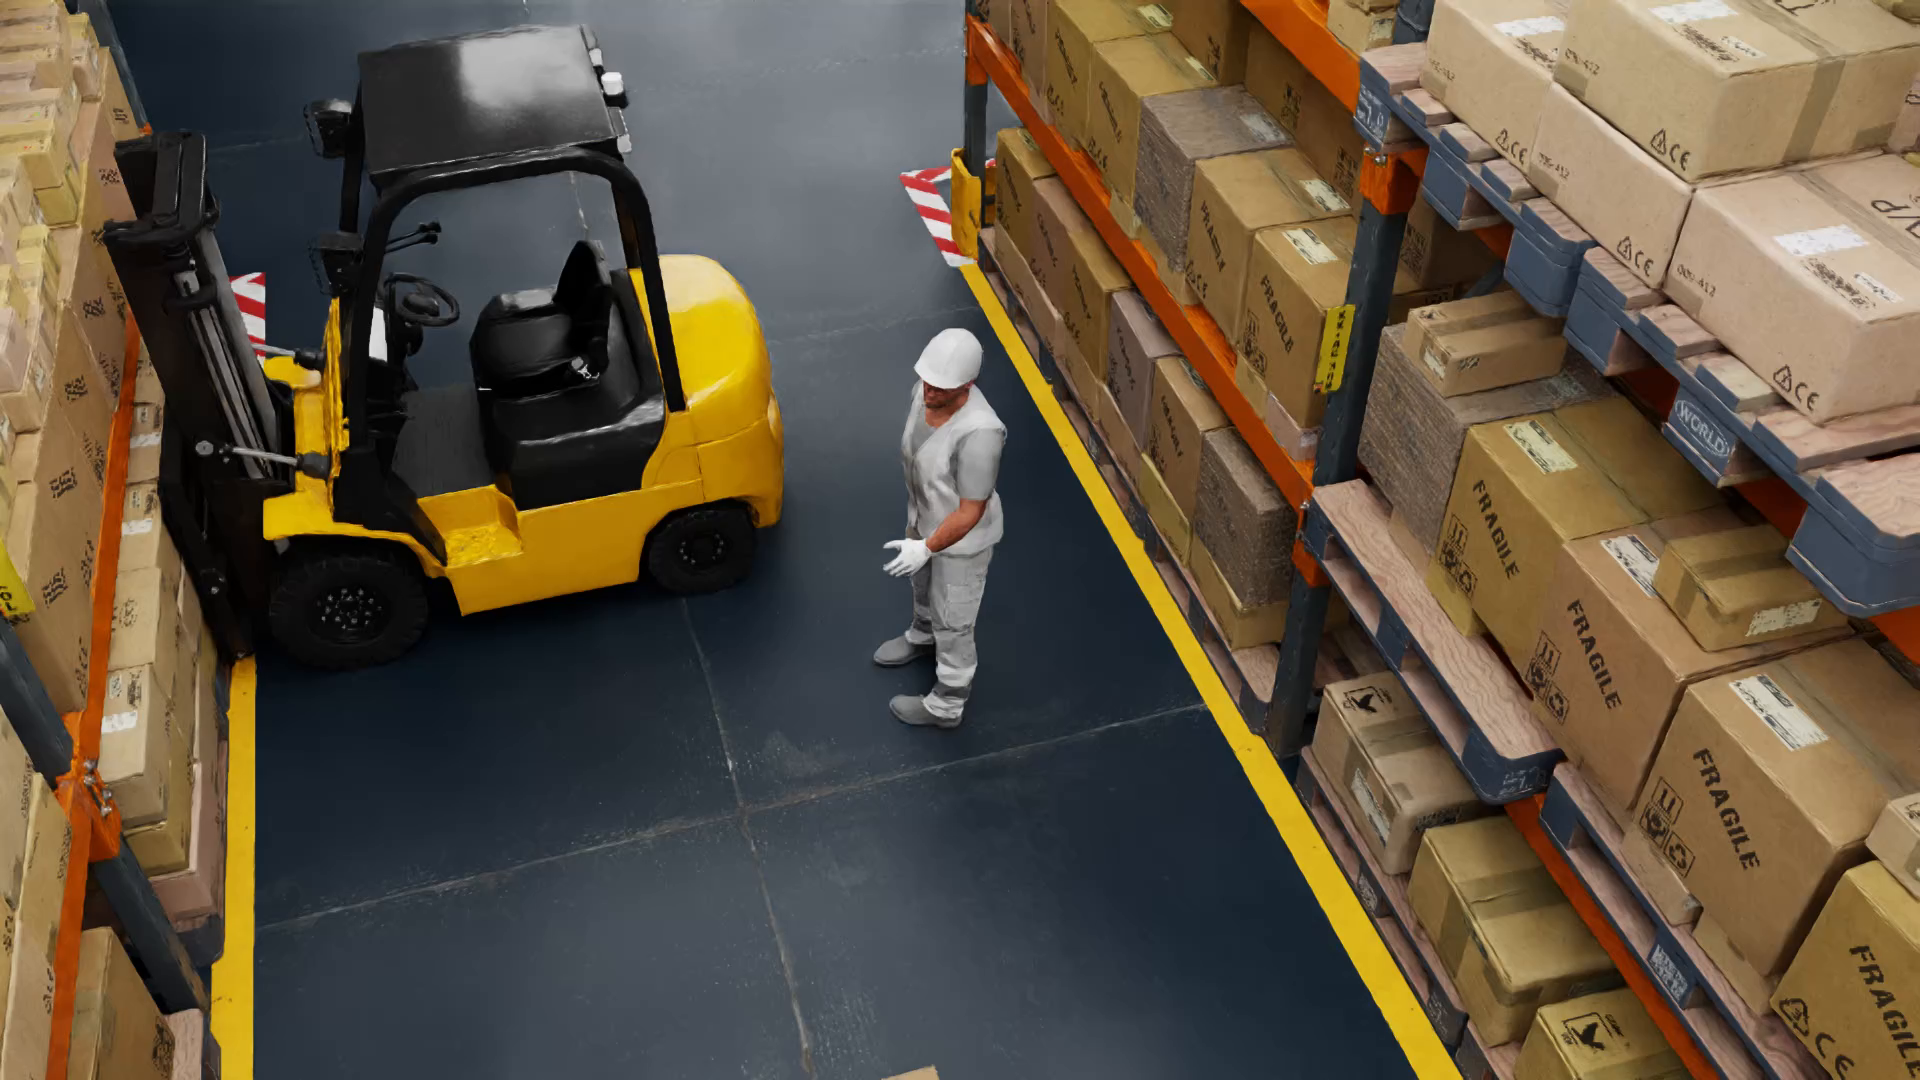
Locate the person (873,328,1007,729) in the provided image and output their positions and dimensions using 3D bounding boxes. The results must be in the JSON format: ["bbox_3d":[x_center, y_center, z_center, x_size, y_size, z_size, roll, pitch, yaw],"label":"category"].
[{"bbox_3d":[-0.119,-0.047,6.184,0.478,1.787,0.628,-18,45,-19],"label":"person"}]
